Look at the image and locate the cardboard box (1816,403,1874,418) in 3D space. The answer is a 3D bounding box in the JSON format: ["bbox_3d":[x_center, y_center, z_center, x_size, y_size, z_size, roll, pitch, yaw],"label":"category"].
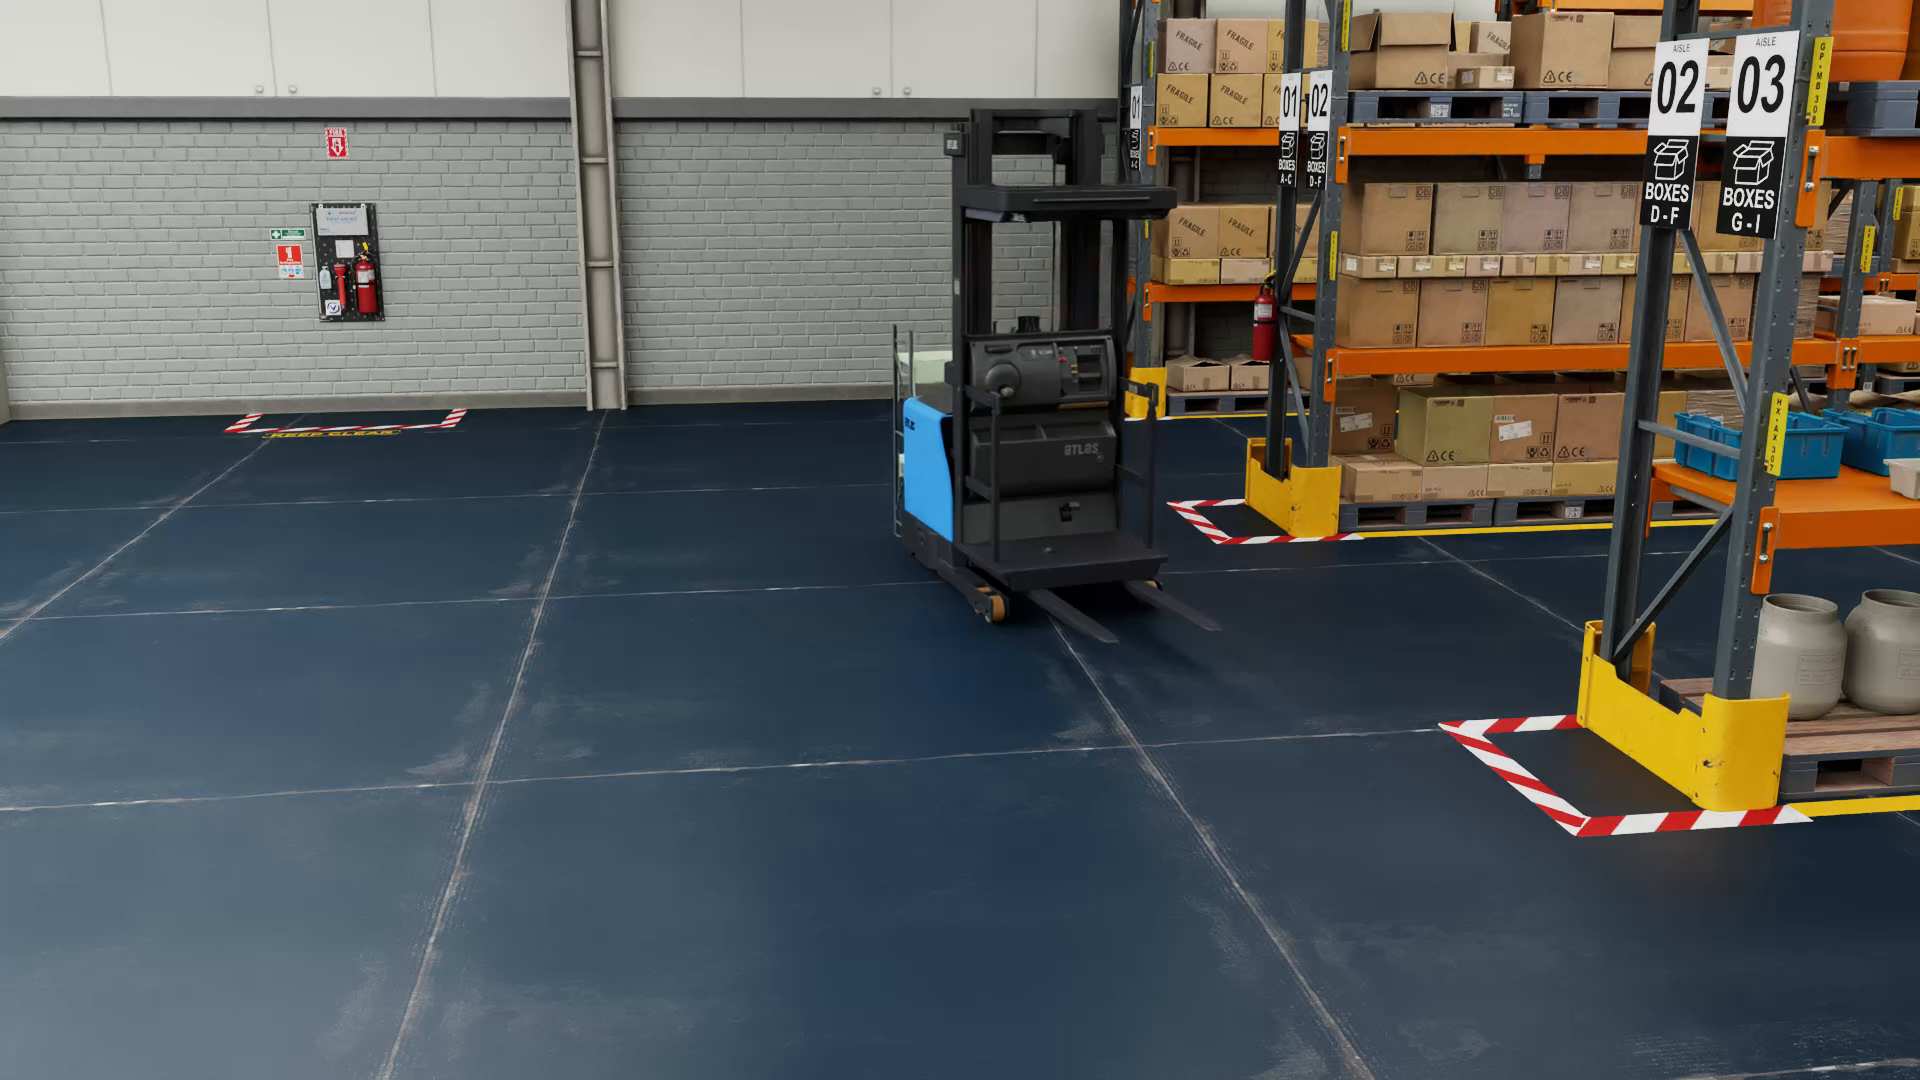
[{"bbox_3d":[6.873,-0.859,12.615,0.500,0.311,0.500,-2,14,-8],"label":"cardboard box"}]

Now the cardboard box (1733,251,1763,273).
[{"bbox_3d":[5.687,-2.045,12.170,0.250,0.149,0.380,-3,14,-10],"label":"cardboard box"}]

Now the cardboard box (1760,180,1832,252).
[{"bbox_3d":[5.989,-2.422,12.339,0.500,0.500,0.700,-2,14,-8],"label":"cardboard box"}]

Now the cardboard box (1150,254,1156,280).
[{"bbox_3d":[2.164,-2.809,17.021,0.500,0.250,0.500,-2,14,-7],"label":"cardboard box"}]

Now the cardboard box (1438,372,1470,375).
[{"bbox_3d":[5.161,-1.765,17.515,0.250,0.166,0.380,-4,15,-16],"label":"cardboard box"}]

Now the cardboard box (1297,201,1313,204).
[{"bbox_3d":[3.672,-3.231,17.164,0.500,0.500,0.500,-2,14,-8],"label":"cardboard box"}]

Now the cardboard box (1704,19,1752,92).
[{"bbox_3d":[5.890,-3.582,12.314,0.500,0.500,0.500,-1,14,-4],"label":"cardboard box"}]

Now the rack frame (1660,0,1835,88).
[{"bbox_3d":[3.206,-3.335,6.520,0.127,3.000,1.000,-2,14,-8],"label":"rack frame"}]

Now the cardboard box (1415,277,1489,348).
[{"bbox_3d":[3.454,-1.699,12.125,0.500,0.500,0.700,-2,14,-7],"label":"cardboard box"}]

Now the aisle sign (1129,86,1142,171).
[{"bbox_3d":[1.704,-3.994,16.138,0.004,0.787,0.394,-2,14,-8],"label":"aisle sign"}]

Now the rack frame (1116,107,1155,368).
[{"bbox_3d":[1.730,-2.808,16.752,0.127,3.000,1.000,-2,14,-8],"label":"rack frame"}]

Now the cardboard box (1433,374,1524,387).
[{"bbox_3d":[3.944,-0.981,12.715,0.500,0.500,0.500,-2,14,-8],"label":"cardboard box"}]

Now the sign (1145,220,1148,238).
[{"bbox_3d":[1.811,-3.097,16.126,0.005,0.325,0.100,-2,14,-8],"label":"sign"}]

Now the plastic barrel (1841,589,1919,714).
[{"bbox_3d":[4.341,0.518,7.742,0.421,0.512,0.421,0,14,0],"label":"plastic barrel"}]

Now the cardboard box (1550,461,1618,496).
[{"bbox_3d":[4.519,-0.506,12.364,0.500,0.250,0.500,-2,14,-8],"label":"cardboard box"}]

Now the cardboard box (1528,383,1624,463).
[{"bbox_3d":[4.519,-0.870,12.272,0.500,0.500,0.500,-2,14,-8],"label":"cardboard box"}]

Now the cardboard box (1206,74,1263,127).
[{"bbox_3d":[2.634,-4.284,16.225,0.500,0.500,0.500,-1,14,-5],"label":"cardboard box"}]

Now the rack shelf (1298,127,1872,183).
[{"bbox_3d":[4.450,-2.795,12.013,4.000,0.370,1.077,-2,14,-8],"label":"rack shelf"}]

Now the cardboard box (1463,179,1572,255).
[{"bbox_3d":[4.005,-2.349,12.049,0.500,0.500,0.700,-2,14,-8],"label":"cardboard box"}]

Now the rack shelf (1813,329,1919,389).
[{"bbox_3d":[8.405,-1.485,12.956,4.000,0.370,1.077,-2,14,-8],"label":"rack shelf"}]

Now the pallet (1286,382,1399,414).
[{"bbox_3d":[3.818,-1.523,17.359,1.213,0.211,1.003,-2,14,-8],"label":"pallet"}]

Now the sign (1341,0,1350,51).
[{"bbox_3d":[2.549,-3.400,10.987,0.005,0.325,0.100,-2,14,-8],"label":"sign"}]

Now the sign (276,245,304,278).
[{"bbox_3d":[-6.651,-2.766,16.510,0.234,0.329,0.001,-2,14,-8],"label":"sign"}]

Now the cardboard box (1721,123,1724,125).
[{"bbox_3d":[8.345,-4.588,17.430,0.637,0.503,0.797,0,14,0],"label":"cardboard box"}]

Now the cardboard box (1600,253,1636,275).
[{"bbox_3d":[4.672,-2.007,12.020,0.250,0.149,0.380,-2,14,-6],"label":"cardboard box"}]

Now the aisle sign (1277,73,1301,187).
[{"bbox_3d":[2.363,-2.946,11.957,0.004,0.787,0.394,-2,14,-8],"label":"aisle sign"}]

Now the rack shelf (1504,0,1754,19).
[{"bbox_3d":[7.663,-5.392,17.026,4.000,0.370,1.077,-2,14,-8],"label":"rack shelf"}]

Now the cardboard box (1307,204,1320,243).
[{"bbox_3d":[3.758,-3.108,16.674,0.500,0.500,0.500,-2,14,-7],"label":"cardboard box"}]

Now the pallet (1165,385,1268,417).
[{"bbox_3d":[2.614,-1.479,17.186,1.213,0.211,1.003,-2,14,-8],"label":"pallet"}]

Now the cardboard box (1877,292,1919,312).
[{"bbox_3d":[7.269,-1.772,12.899,0.258,0.266,0.396,-2,14,-10],"label":"cardboard box"}]

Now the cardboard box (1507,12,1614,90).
[{"bbox_3d":[4.155,-3.386,11.534,0.500,0.500,0.500,-2,14,-8],"label":"cardboard box"}]

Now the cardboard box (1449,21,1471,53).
[{"bbox_3d":[4.687,-4.845,16.407,0.500,0.500,0.500,-1,14,-5],"label":"cardboard box"}]

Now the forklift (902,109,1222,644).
[{"bbox_3d":[0.579,-1.044,9.861,1.130,2.935,3.031,-5,15,-19],"label":"forklift"}]

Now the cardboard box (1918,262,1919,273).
[{"bbox_3d":[10.251,-2.949,17.790,0.250,0.149,0.380,-2,14,-8],"label":"cardboard box"}]

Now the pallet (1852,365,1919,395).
[{"bbox_3d":[10.432,-1.756,18.289,1.213,0.211,1.003,-2,14,-8],"label":"pallet"}]

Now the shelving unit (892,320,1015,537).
[{"bbox_3d":[-0.046,-0.751,11.632,0.755,1.500,0.431,-5,15,-19],"label":"shelving unit"}]

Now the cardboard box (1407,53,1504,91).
[{"bbox_3d":[3.571,-3.376,12.006,0.500,0.250,0.500,-2,14,-8],"label":"cardboard box"}]

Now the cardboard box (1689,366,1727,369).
[{"bbox_3d":[7.923,-2.045,17.943,0.500,0.500,0.700,-2,14,-9],"label":"cardboard box"}]

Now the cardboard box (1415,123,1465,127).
[{"bbox_3d":[4.721,-4.373,16.580,0.500,0.500,0.500,-3,14,-13],"label":"cardboard box"}]

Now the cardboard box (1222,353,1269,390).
[{"bbox_3d":[2.991,-1.741,17.122,0.500,0.311,0.500,-1,14,-4],"label":"cardboard box"}]

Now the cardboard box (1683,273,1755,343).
[{"bbox_3d":[5.469,-1.772,12.415,0.500,0.500,0.700,-2,14,-9],"label":"cardboard box"}]

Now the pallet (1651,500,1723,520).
[{"bbox_3d":[5.635,-0.390,12.844,1.213,0.211,1.003,-2,14,-8],"label":"pallet"}]

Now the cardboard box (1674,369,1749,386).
[{"bbox_3d":[5.922,-1.054,13.005,0.500,0.500,0.500,-2,14,-8],"label":"cardboard box"}]

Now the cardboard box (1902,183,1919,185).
[{"bbox_3d":[10.563,-3.761,18.152,0.500,0.250,0.500,-3,14,-10],"label":"cardboard box"}]

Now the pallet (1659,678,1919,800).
[{"bbox_3d":[4.078,0.885,7.758,1.213,0.211,1.003,-2,14,-8],"label":"pallet"}]

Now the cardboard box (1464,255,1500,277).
[{"bbox_3d":[3.649,-1.970,11.870,0.250,0.149,0.380,-2,14,-9],"label":"cardboard box"}]

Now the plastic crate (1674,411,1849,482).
[{"bbox_3d":[3.656,-0.443,7.627,0.616,0.251,0.499,-2,14,-8],"label":"plastic crate"}]

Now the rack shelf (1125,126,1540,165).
[{"bbox_3d":[3.708,-3.986,16.764,4.000,0.370,1.077,-2,14,-8],"label":"rack shelf"}]

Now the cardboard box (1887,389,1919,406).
[{"bbox_3d":[7.792,-1.025,13.279,0.500,0.311,0.500,-2,14,-8],"label":"cardboard box"}]

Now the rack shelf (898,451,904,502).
[{"bbox_3d":[-0.046,-0.435,11.711,0.720,0.370,0.431,-5,15,-19],"label":"rack shelf"}]

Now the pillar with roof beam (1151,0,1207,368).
[{"bbox_3d":[2.935,-4.916,12.824,0.400,9.000,9.100,-2,14,-8],"label":"pillar with roof beam"}]
